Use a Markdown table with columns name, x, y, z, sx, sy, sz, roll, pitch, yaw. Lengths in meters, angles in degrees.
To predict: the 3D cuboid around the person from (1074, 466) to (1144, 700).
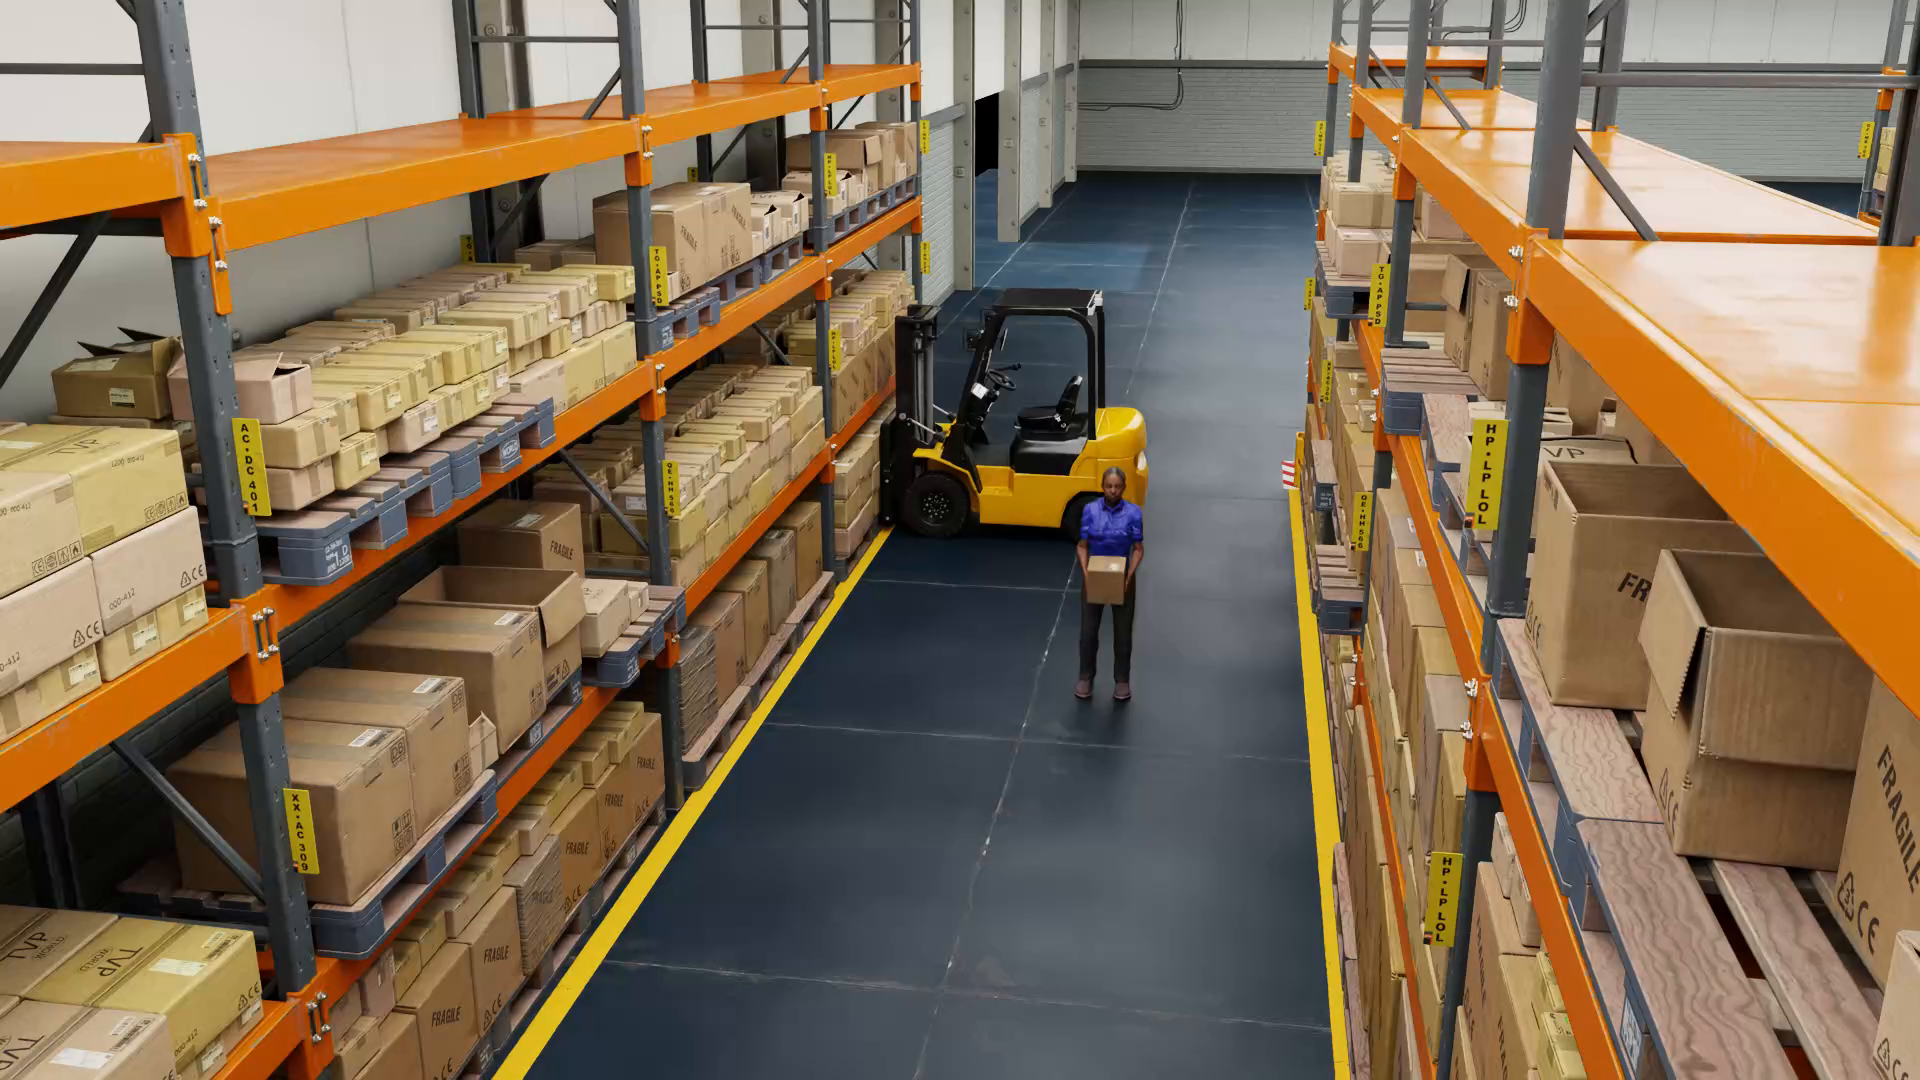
| name | x | y | z | sx | sy | sz | roll | pitch | yaw |
| --- | --- | --- | --- | --- | --- | --- | --- | --- | --- |
| person | 1.036 | 0.314 | 11.587 | 0.472 | 1.660 | 0.466 | 3 | 18 | 8 |
